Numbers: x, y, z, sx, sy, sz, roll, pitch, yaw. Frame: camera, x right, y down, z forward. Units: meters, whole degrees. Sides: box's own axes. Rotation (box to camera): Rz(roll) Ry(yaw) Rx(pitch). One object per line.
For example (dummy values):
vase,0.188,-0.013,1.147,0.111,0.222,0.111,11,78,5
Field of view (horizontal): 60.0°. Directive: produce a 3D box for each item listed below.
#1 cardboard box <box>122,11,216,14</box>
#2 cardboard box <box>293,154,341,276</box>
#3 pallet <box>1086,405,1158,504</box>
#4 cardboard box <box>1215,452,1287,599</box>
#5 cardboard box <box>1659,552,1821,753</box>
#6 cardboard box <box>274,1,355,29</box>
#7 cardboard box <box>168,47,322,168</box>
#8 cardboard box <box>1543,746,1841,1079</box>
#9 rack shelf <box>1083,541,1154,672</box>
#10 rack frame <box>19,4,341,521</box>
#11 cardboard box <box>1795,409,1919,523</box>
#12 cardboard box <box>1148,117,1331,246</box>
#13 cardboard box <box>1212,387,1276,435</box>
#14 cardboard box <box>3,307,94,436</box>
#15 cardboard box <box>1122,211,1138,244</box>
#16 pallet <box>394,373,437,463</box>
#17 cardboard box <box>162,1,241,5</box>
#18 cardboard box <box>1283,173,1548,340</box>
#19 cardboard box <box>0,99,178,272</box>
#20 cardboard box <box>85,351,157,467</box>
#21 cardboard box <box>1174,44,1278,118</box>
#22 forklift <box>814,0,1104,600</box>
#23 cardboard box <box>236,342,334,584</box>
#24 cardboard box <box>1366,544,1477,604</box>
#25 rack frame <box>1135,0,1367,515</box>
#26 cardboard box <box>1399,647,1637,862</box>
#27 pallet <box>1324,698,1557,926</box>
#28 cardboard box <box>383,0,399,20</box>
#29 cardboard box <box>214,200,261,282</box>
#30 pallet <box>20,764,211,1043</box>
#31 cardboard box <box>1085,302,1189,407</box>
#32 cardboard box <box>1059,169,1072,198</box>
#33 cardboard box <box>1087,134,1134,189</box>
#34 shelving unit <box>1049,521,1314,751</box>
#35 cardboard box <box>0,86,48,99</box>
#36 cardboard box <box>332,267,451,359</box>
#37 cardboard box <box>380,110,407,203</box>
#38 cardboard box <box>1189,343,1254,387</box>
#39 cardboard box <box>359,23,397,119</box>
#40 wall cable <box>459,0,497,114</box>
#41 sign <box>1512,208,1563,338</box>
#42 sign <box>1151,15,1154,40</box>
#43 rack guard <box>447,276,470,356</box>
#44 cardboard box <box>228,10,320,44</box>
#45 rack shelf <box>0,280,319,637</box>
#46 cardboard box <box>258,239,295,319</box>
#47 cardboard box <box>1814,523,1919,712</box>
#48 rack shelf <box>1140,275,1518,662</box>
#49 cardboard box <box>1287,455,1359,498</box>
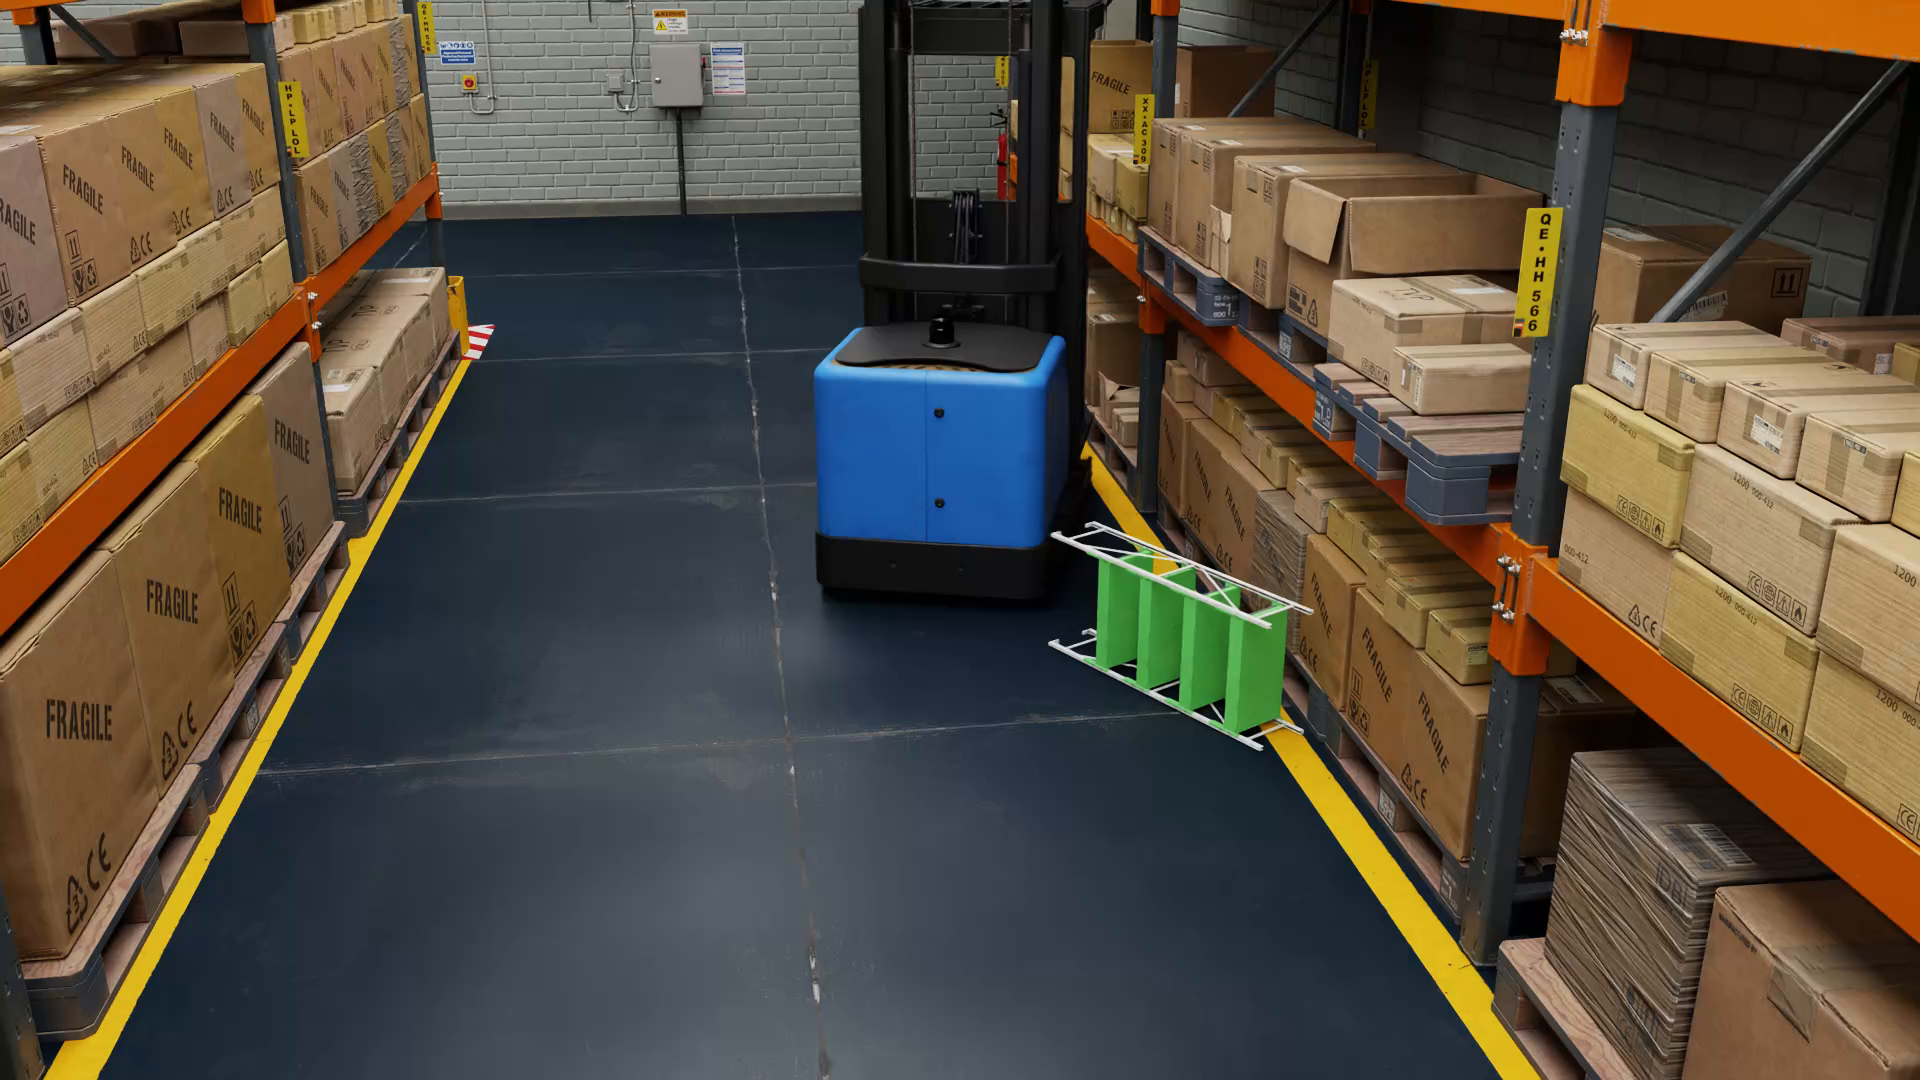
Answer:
cardboard box,-3.866,-2.509,8.149,0.380,0.149,0.250,-3,21,-8
cardboard box,-3.304,-1.552,7.941,0.500,0.500,0.500,-2,21,-6
pallet,1.317,-0.513,9.287,1.003,0.211,1.213,-3,21,-8
cardboard box,1.417,-0.071,7.092,0.500,0.500,0.500,-4,21,-9
cardboard box,1.882,0.214,3.569,0.500,0.250,0.500,-3,21,-9
cardboard box,-3.565,-2.888,9.164,0.380,0.149,0.250,-2,21,-6
cardboard box,-3.325,-2.022,7.770,0.500,0.500,0.500,-3,21,-7
cardboard box,2.068,0.936,4.216,0.875,0.625,0.625,-2,21,-6
rack shelf,0.648,0.265,6.768,0.258,0.480,0.148,-15,25,-35
rack frame,-3.496,-1.329,7.489,1.000,3.000,0.127,-3,21,-8
cardboard box,1.899,-0.152,3.265,0.380,0.149,0.250,-3,21,-7
cardboard box,1.264,-1.646,7.593,0.700,0.500,0.500,-2,21,-6
cardboard box,1.369,-0.593,7.562,0.380,0.149,0.250,-4,21,-11
cardboard box,-2.821,-0.475,4.702,0.500,0.250,0.500,-2,21,-6
cardboard box,1.061,-1.650,8.706,0.380,0.149,0.250,-2,21,-6
pallet,-3.707,-0.714,9.825,1.003,0.211,1.213,-3,21,-8
cardboard box,-4.113,-2.858,9.081,0.380,0.149,0.250,-3,21,-9
cardboard box,1.574,-0.997,5.851,0.797,0.503,0.637,-3,21,-9
cardboard box,-2.958,-1.169,5.487,0.500,0.500,0.500,-3,21,-7
cardboard box,-2.902,-0.415,5.255,0.500,0.250,0.500,-2,21,-6
cardboard box,1.464,-2.531,9.422,0.500,0.500,0.500,-3,21,-9
forklift,0.109,-1.590,8.284,1.130,2.935,3.031,3,21,9
cardboard box,-3.327,-0.320,7.223,0.875,0.875,0.875,-2,21,-6
cardboard box,1.606,0.130,5.627,0.380,0.149,0.250,-4,21,-10
rack frame,1.415,-1.581,8.162,1.000,3.000,0.127,-3,21,-8
cardboard box,1.718,0.643,5.181,0.500,0.500,0.500,-2,21,-6
pallet,1.922,0.850,5.639,1.003,0.211,1.213,-3,21,-8
cardboard box,-3.642,-3.248,10.125,0.380,0.149,0.250,-3,21,-8
cardboard box,-3.112,-1.180,6.589,0.500,0.250,0.500,-2,21,-6
pallet,-2.958,1.085,5.009,1.003,0.211,1.213,-3,21,-8
cardboard box,1.068,-1.118,9.894,0.700,0.500,0.500,-4,21,-10
cardboard box,0.809,-2.182,10.130,0.380,0.149,0.250,-2,21,-7
cardboard box,0.955,-2.160,9.502,0.500,0.250,0.500,-3,21,-8
shelving unit,0.833,0.350,6.541,0.258,0.503,1.200,-15,25,-35
cardboard box,-3.546,-1.329,5.916,0.500,0.500,0.500,-3,21,-9
cardboard box,-3.878,-1.487,10.973,0.875,0.438,0.875,-4,21,-10
cardboard box,-3.600,-2.255,9.825,0.500,0.500,0.500,-2,21,-6
cardboard box,1.289,-0.825,7.758,0.380,0.149,0.250,-4,21,-10
cardboard box,-3.595,-2.724,9.650,0.500,0.500,0.500,-3,21,-8
wall cable,-4.908,-5.156,16.237,0.585,1.953,0.123,-3,21,-8
sign,1.456,-0.671,4.184,0.100,0.325,0.005,-3,21,-8
sign,1.391,-3.678,11.669,0.100,0.325,0.005,-3,21,-8
rack guard,-4.076,-1.552,11.656,1.175,0.500,0.348,-3,21,-8
cardboard box,-3.391,-2.534,8.216,0.380,0.149,0.250,-3,21,-8
rack shelf,-3.207,-0.300,5.760,1.077,0.370,4.000,-3,21,-8
cardboard box,-3.182,-1.117,7.133,0.500,0.250,0.500,-3,21,-9
cardboard box,1.943,0.161,2.997,0.500,0.250,0.500,-3,21,-9
rack shelf,1.704,-0.552,6.434,1.077,0.370,4.000,-3,21,-8
cardboard box,1.522,-0.232,6.596,0.380,0.149,0.250,-3,21,-8
